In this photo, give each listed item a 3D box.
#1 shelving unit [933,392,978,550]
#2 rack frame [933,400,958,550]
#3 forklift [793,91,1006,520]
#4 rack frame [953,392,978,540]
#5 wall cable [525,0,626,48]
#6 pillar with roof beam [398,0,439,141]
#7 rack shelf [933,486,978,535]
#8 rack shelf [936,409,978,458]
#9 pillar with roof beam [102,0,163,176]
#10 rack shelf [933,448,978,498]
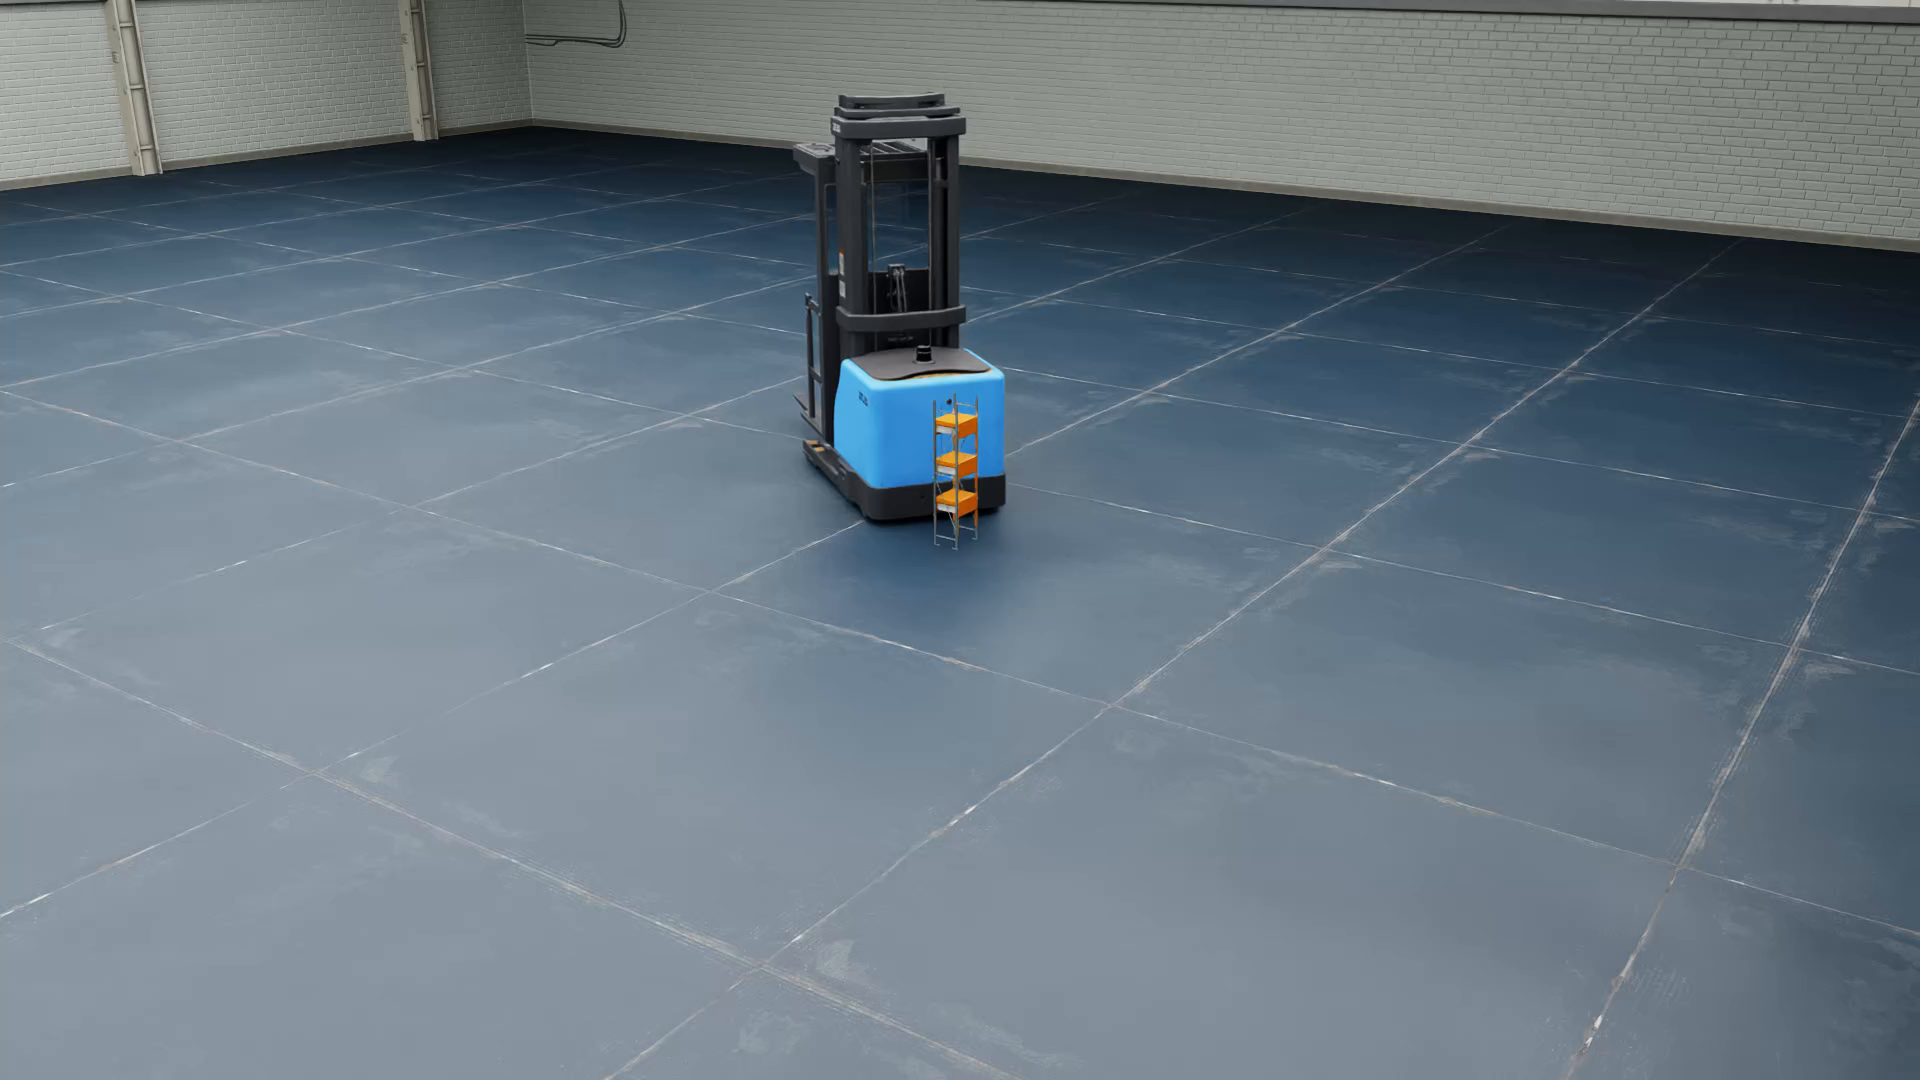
[{"bbox_3d":[-0.030,-0.477,11.541,0.215,1.050,0.252,13,24,32],"label":"shelving unit"},{"bbox_3d":[-0.099,-0.442,11.447,0.200,1.050,0.008,13,24,32],"label":"rack frame"},{"bbox_3d":[-0.634,-1.995,12.934,1.130,2.935,3.031,-7,21,-18],"label":"forklift"},{"bbox_3d":[0.038,-0.512,11.636,0.200,1.050,0.008,13,24,32],"label":"rack frame"},{"bbox_3d":[-8.082,-11.475,34.292,3.097,2.526,0.112,13,24,32],"label":"wall cable"},{"bbox_3d":[-7.271,-11.505,29.896,9.100,9.000,0.400,13,24,32],"label":"pillar with roof beam"},{"bbox_3d":[-0.030,-0.206,11.641,0.215,0.259,0.240,13,24,32],"label":"rack shelf"},{"bbox_3d":[-0.030,-0.733,11.447,0.215,0.259,0.240,13,24,32],"label":"rack shelf"},{"bbox_3d":[-10.644,-9.783,25.242,9.100,9.000,0.400,13,24,32],"label":"pillar with roof beam"},{"bbox_3d":[-0.030,-0.467,11.545,0.215,0.259,0.240,13,24,32],"label":"rack shelf"}]
